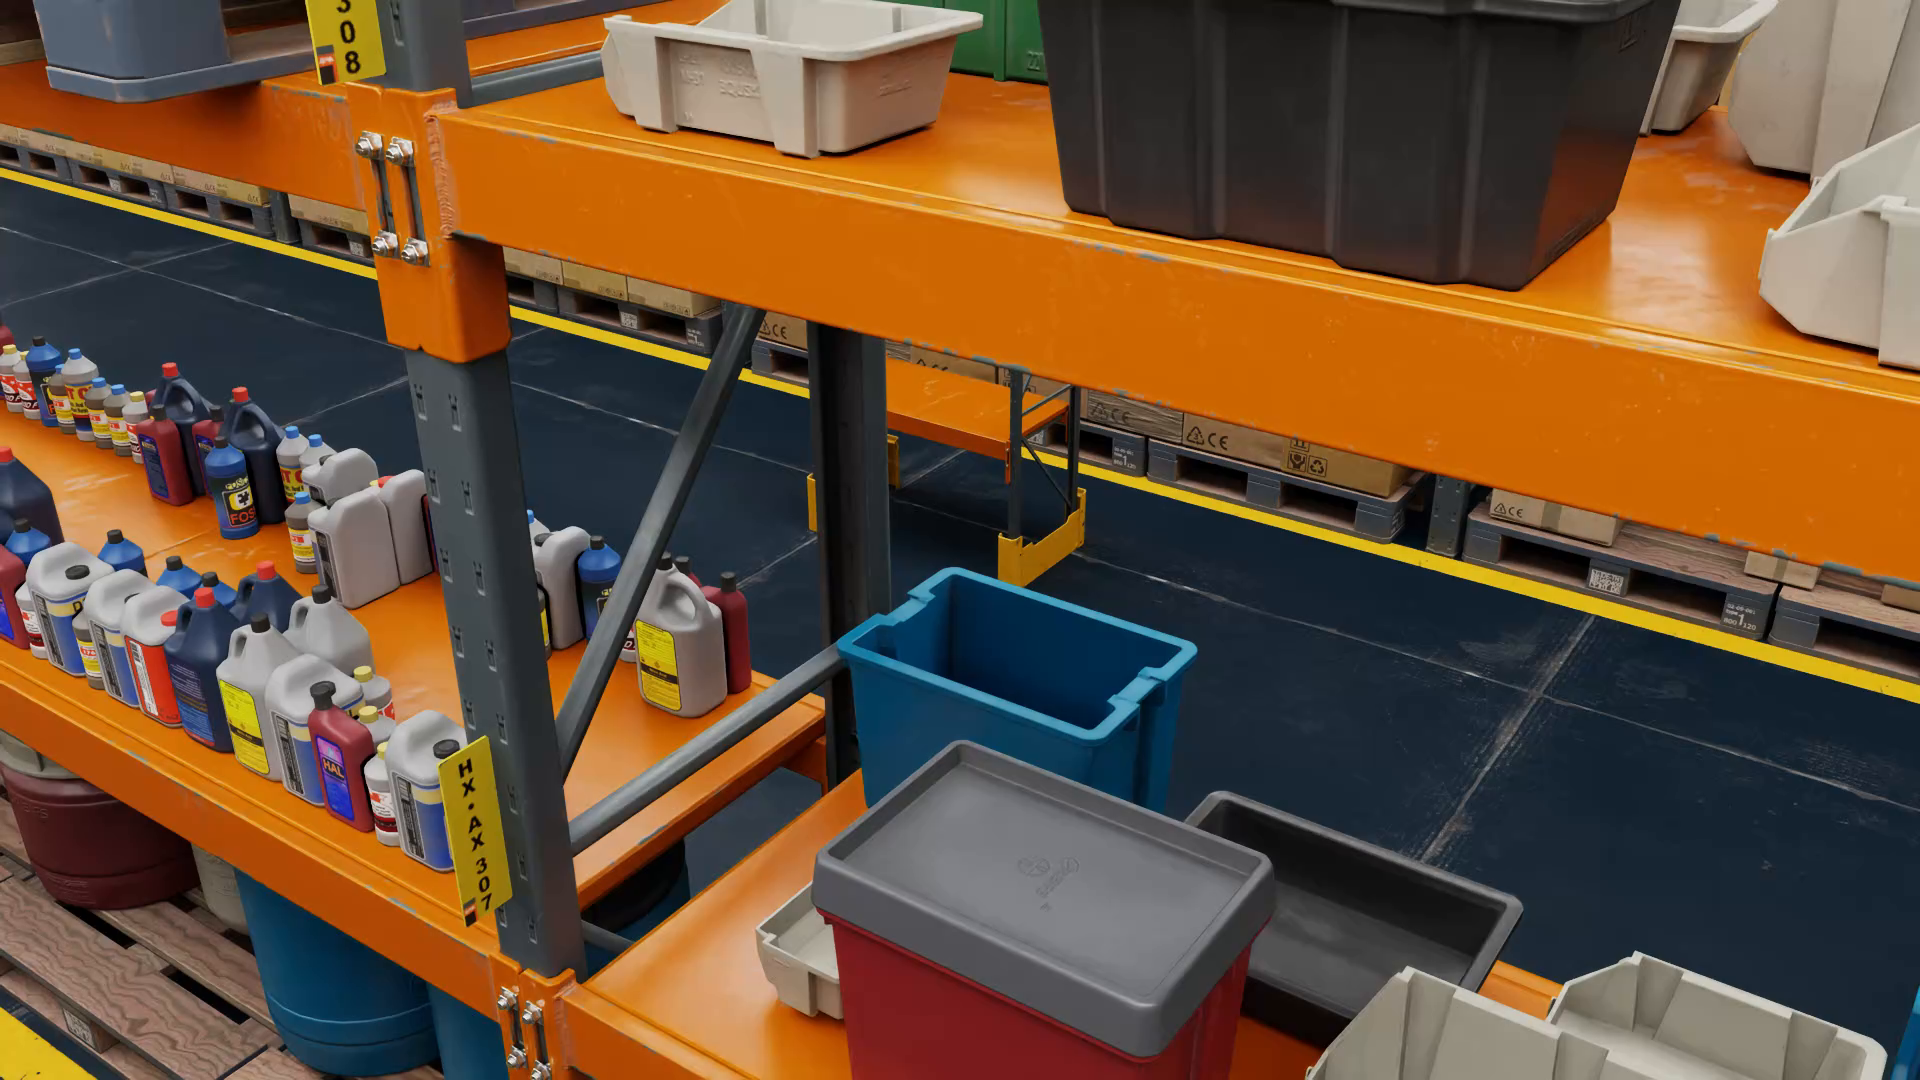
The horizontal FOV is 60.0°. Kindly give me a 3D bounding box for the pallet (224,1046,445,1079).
[{"bbox_3d":[-1.086,1.423,4.220,1.213,0.211,1.003,17,32,30],"label":"pallet"}]

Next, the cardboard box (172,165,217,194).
[{"bbox_3d":[-5.172,-2.642,11.703,0.500,0.250,0.500,17,32,30],"label":"cardboard box"}]

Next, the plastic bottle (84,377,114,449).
[{"bbox_3d":[-2.519,-0.379,4.907,0.097,0.201,0.097,0,27,0],"label":"plastic bottle"}]

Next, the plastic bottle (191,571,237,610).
[{"bbox_3d":[-1.643,0.197,3.698,0.097,0.271,0.097,0,27,0],"label":"plastic bottle"}]

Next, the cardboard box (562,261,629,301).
[{"bbox_3d":[-1.961,-1.620,9.695,0.500,0.250,0.500,17,31,30],"label":"cardboard box"}]

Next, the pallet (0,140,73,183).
[{"bbox_3d":[-6.903,-3.115,13.137,1.213,0.211,1.003,17,32,30],"label":"pallet"}]

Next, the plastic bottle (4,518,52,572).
[{"bbox_3d":[-2.187,0.077,3.933,0.097,0.271,0.097,0,27,0],"label":"plastic bottle"}]

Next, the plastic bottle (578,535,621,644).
[{"bbox_3d":[-0.830,0.116,3.857,0.097,0.271,0.097,0,27,0],"label":"plastic bottle"}]

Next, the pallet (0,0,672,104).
[{"bbox_3d":[-1.175,-1.023,2.854,1.003,0.211,1.213,17,32,30],"label":"pallet"}]

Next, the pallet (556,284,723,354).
[{"bbox_3d":[-1.619,-1.467,9.900,1.213,0.211,1.003,17,32,30],"label":"pallet"}]

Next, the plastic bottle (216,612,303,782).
[{"bbox_3d":[-1.416,0.303,3.403,0.185,0.351,0.144,17,32,30],"label":"plastic bottle"}]

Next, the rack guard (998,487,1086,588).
[{"bbox_3d":[0.348,-0.003,6.980,0.087,0.250,0.587,17,32,30],"label":"rack guard"}]

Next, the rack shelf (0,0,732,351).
[{"bbox_3d":[-2.122,-1.135,3.660,4.000,0.370,1.077,17,32,30],"label":"rack shelf"}]

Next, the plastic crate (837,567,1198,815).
[{"bbox_3d":[0.105,0.367,3.173,0.575,0.384,0.392,17,32,30],"label":"plastic crate"}]

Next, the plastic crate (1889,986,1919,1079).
[{"bbox_3d":[1.474,0.868,2.356,0.300,0.233,0.416,17,32,30],"label":"plastic crate"}]

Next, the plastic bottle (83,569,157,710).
[{"bbox_3d":[-1.809,0.211,3.664,0.135,0.276,0.152,17,32,30],"label":"plastic bottle"}]

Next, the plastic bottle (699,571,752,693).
[{"bbox_3d":[-0.534,0.193,3.693,0.133,0.283,0.061,17,32,30],"label":"plastic bottle"}]

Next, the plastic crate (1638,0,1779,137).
[{"bbox_3d":[0.791,-0.641,2.185,0.466,0.136,0.293,17,32,30],"label":"plastic crate"}]

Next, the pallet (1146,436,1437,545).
[{"bbox_3d":[1.643,-0.408,7.820,1.213,0.211,1.003,17,32,30],"label":"pallet"}]

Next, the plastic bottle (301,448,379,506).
[{"bbox_3d":[-1.593,-0.109,4.294,0.135,0.276,0.152,17,32,30],"label":"plastic bottle"}]

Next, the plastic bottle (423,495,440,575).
[{"bbox_3d":[-1.266,-0.035,4.141,0.133,0.283,0.061,17,32,30],"label":"plastic bottle"}]

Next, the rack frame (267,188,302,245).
[{"bbox_3d":[-4.260,-3.511,10.842,0.127,3.000,1.000,17,32,30],"label":"rack frame"}]

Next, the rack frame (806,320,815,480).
[{"bbox_3d":[-0.489,-0.821,7.209,0.032,1.500,0.500,17,32,30],"label":"rack frame"}]

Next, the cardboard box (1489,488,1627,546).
[{"bbox_3d":[2.558,-0.266,6.944,0.500,0.311,0.500,17,32,30],"label":"cardboard box"}]

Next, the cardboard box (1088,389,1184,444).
[{"bbox_3d":[0.950,-0.817,7.819,0.500,0.500,0.500,18,32,31],"label":"cardboard box"}]

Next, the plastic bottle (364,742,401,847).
[{"bbox_3d":[-1.092,0.483,3.213,0.097,0.201,0.097,0,27,0],"label":"plastic bottle"}]

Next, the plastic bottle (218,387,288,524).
[{"bbox_3d":[-1.883,-0.235,4.459,0.185,0.351,0.144,17,32,30],"label":"plastic bottle"}]

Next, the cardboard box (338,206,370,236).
[{"bbox_3d":[-3.647,-2.145,10.726,0.500,0.250,0.500,18,32,32],"label":"cardboard box"}]

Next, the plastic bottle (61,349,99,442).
[{"bbox_3d":[-2.599,-0.435,4.940,0.097,0.271,0.097,0,27,0],"label":"plastic bottle"}]

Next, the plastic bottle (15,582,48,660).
[{"bbox_3d":[-2.111,0.166,3.837,0.097,0.201,0.097,0,27,0],"label":"plastic bottle"}]

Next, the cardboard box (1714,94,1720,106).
[{"bbox_3d":[2.563,-1.721,6.111,0.500,0.500,0.500,18,32,32],"label":"cardboard box"}]

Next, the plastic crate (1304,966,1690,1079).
[{"bbox_3d":[0.681,0.881,2.275,0.530,0.282,0.437,17,32,30],"label":"plastic crate"}]

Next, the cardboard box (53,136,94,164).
[{"bbox_3d":[-6.415,-3.023,12.452,0.500,0.250,0.500,17,32,30],"label":"cardboard box"}]

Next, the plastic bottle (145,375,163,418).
[{"bbox_3d":[-2.253,-0.343,4.745,0.133,0.283,0.061,17,32,30],"label":"plastic bottle"}]

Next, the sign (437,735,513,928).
[{"bbox_3d":[-0.786,0.476,2.702,0.005,0.325,0.100,17,32,30],"label":"sign"}]

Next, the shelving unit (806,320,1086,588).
[{"bbox_3d":[-0.063,-0.688,6.948,1.083,1.500,0.587,17,32,30],"label":"shelving unit"}]

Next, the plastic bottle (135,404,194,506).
[{"bbox_3d":[-2.182,-0.242,4.546,0.133,0.283,0.061,17,32,30],"label":"plastic bottle"}]

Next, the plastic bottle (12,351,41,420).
[{"bbox_3d":[-2.840,-0.479,5.103,0.097,0.201,0.097,0,27,0],"label":"plastic bottle"}]

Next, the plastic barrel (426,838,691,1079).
[{"bbox_3d":[-0.912,0.996,3.836,0.708,0.901,0.600,17,32,30],"label":"plastic barrel"}]

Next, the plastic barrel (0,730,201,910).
[{"bbox_3d":[-2.427,0.664,4.834,0.708,0.588,0.600,17,32,30],"label":"plastic barrel"}]

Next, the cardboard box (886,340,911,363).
[{"bbox_3d":[-0.315,-1.210,8.591,0.500,0.500,0.500,16,31,29],"label":"cardboard box"}]

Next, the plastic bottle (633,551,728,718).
[{"bbox_3d":[-0.613,0.194,3.615,0.185,0.351,0.144,17,32,30],"label":"plastic bottle"}]

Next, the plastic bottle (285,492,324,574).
[{"bbox_3d":[-1.649,-0.024,4.210,0.097,0.201,0.097,0,27,0],"label":"plastic bottle"}]

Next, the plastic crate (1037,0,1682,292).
[{"bbox_3d":[0.396,-0.463,1.689,0.590,0.269,0.497,17,32,30],"label":"plastic crate"}]
